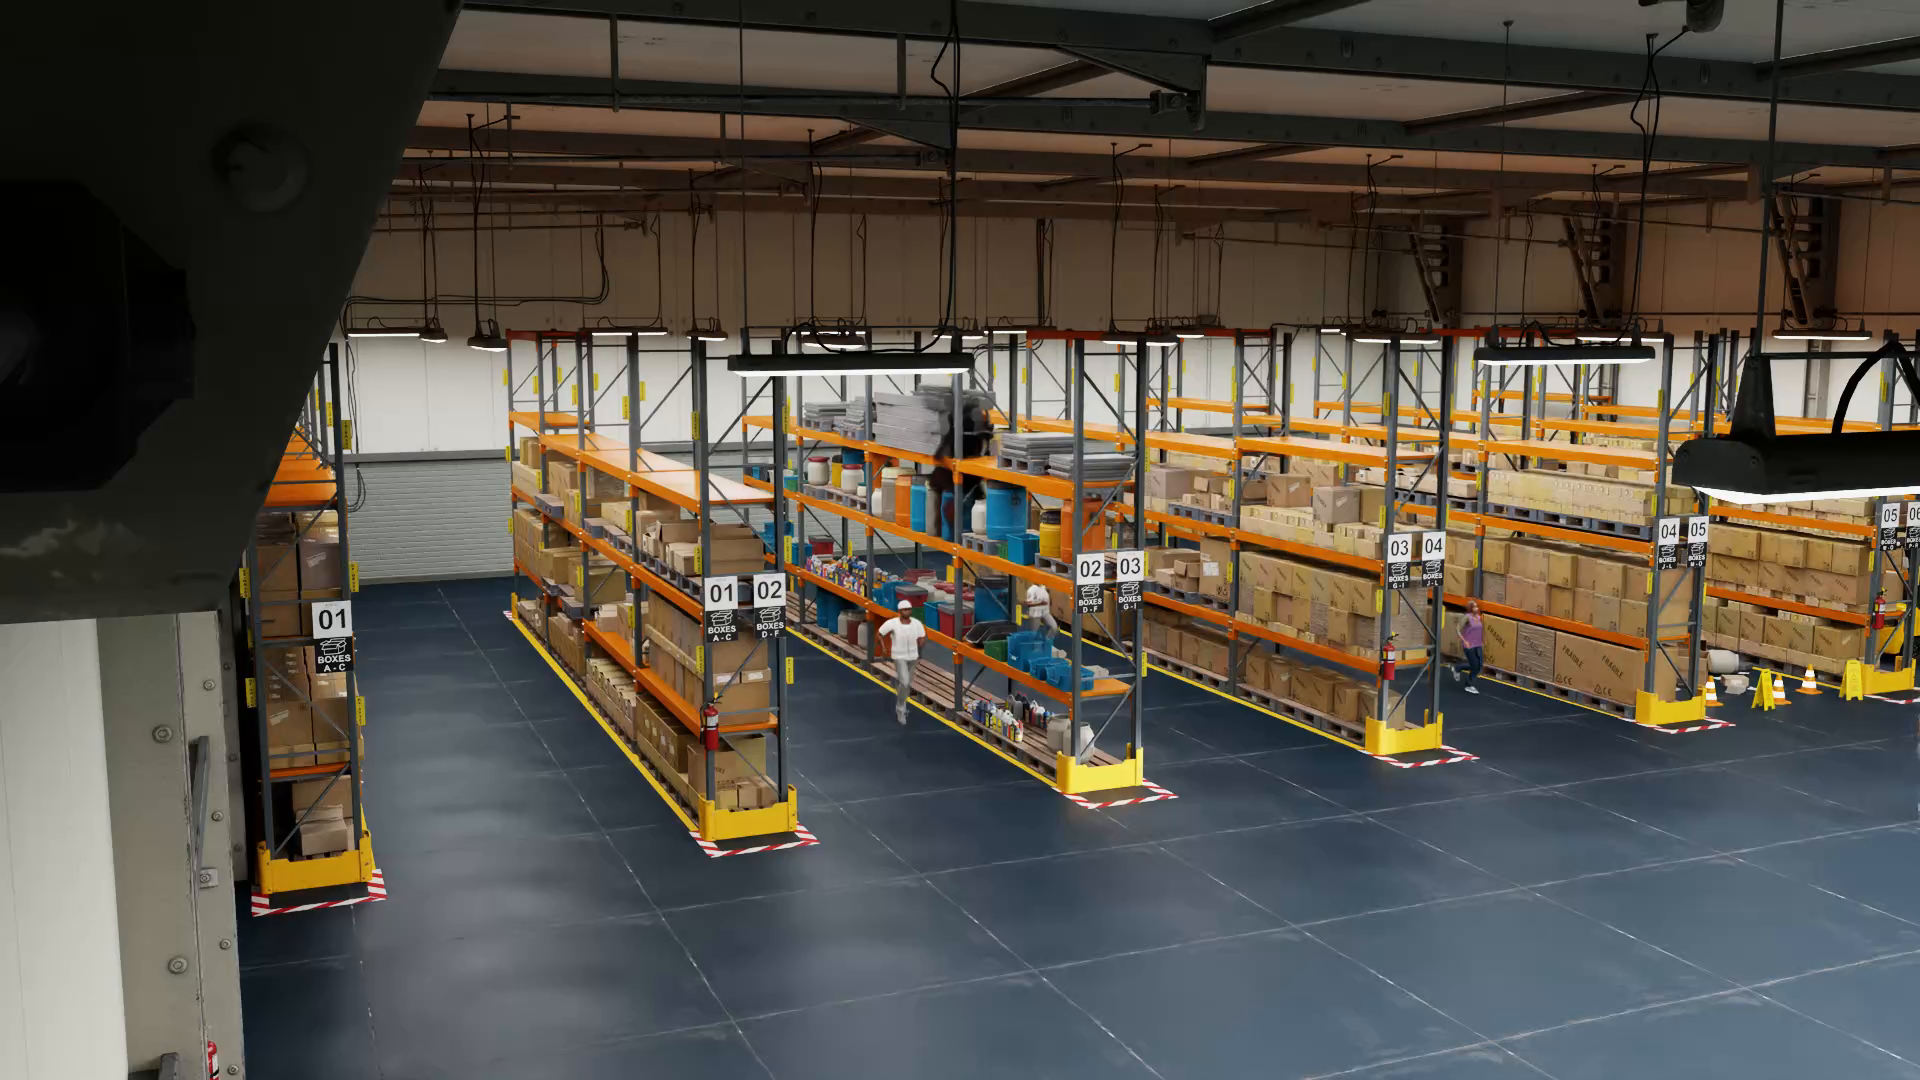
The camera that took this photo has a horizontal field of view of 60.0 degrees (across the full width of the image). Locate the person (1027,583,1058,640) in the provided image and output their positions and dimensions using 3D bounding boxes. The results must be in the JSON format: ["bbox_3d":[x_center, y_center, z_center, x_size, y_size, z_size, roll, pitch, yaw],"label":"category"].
[{"bbox_3d":[1.438,1.369,30.039,0.560,1.669,0.787,-4,9,-27],"label":"person"}]

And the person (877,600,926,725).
[{"bbox_3d":[-0.817,1.820,24.834,0.671,1.859,0.712,-4,9,-29],"label":"person"}]

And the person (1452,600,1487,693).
[{"bbox_3d":[8.574,1.825,27.924,0.538,1.468,0.505,-4,9,-30],"label":"person"}]
